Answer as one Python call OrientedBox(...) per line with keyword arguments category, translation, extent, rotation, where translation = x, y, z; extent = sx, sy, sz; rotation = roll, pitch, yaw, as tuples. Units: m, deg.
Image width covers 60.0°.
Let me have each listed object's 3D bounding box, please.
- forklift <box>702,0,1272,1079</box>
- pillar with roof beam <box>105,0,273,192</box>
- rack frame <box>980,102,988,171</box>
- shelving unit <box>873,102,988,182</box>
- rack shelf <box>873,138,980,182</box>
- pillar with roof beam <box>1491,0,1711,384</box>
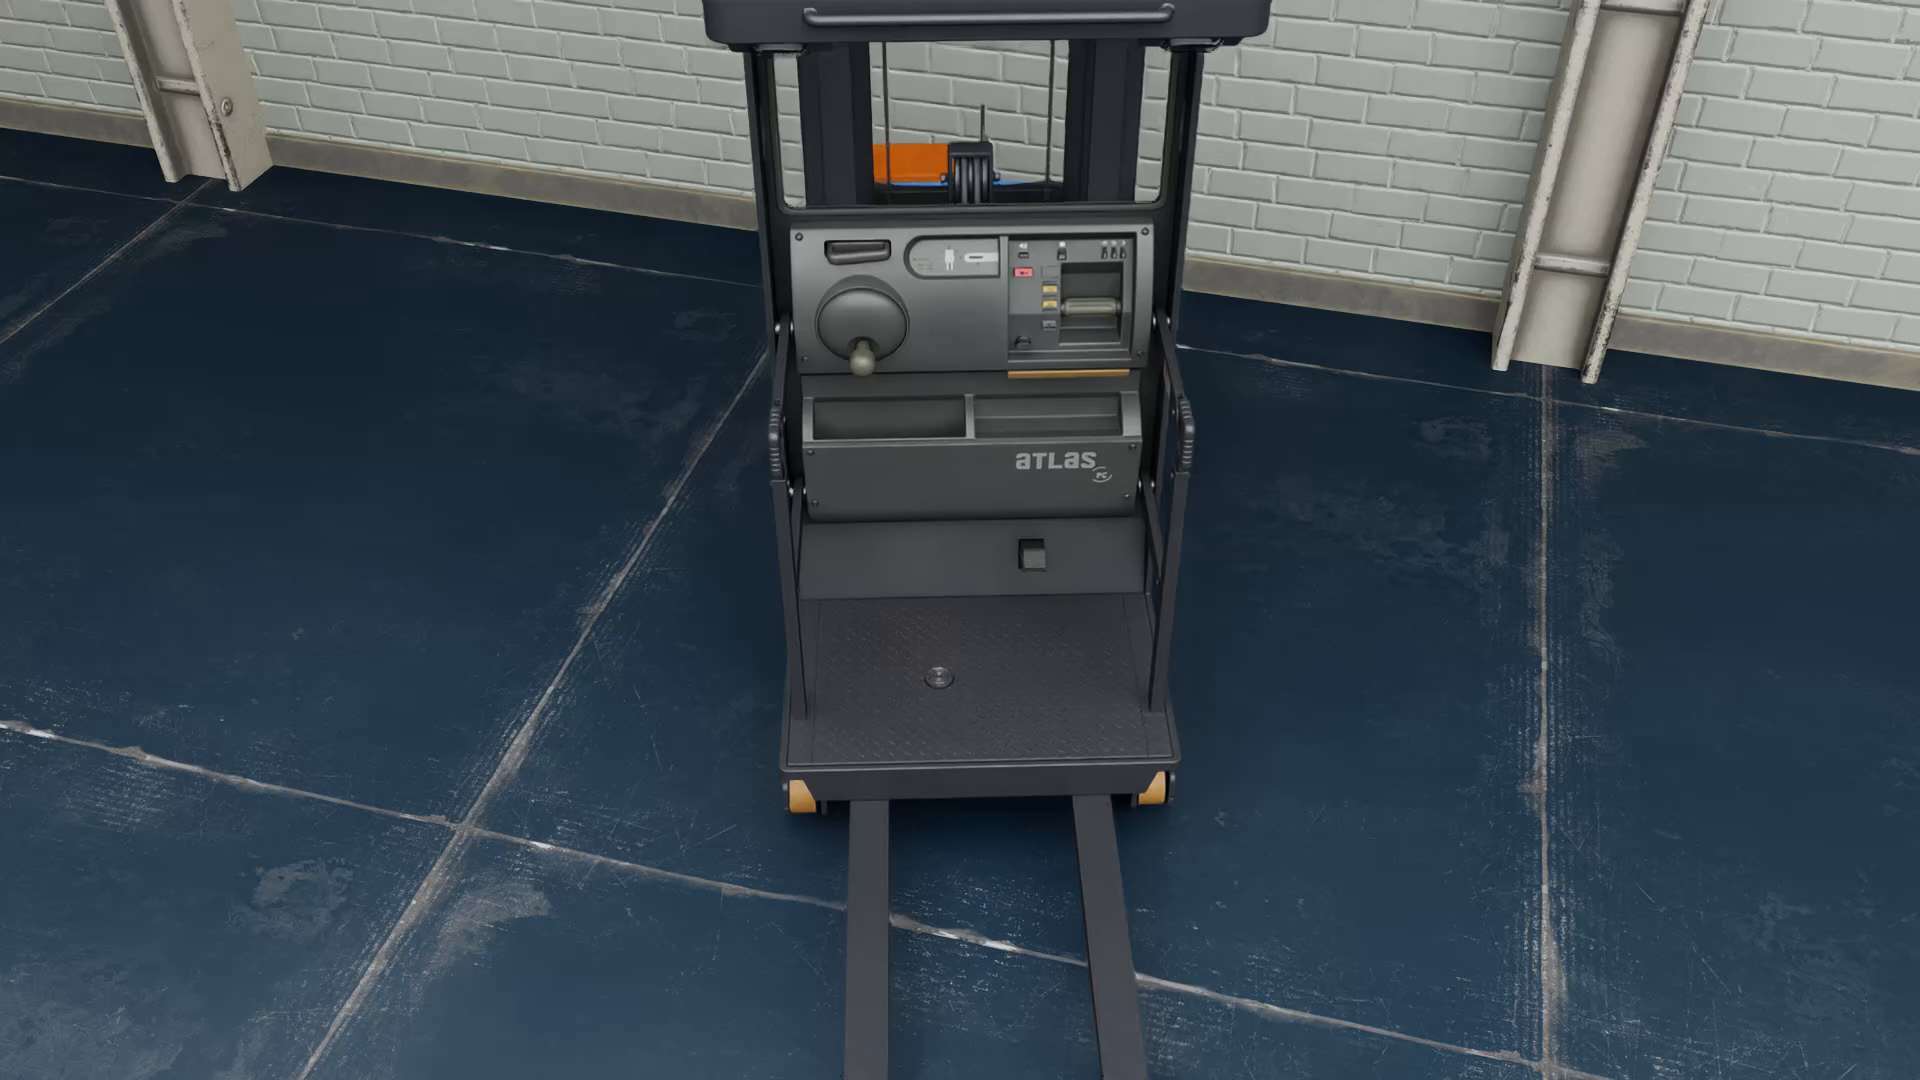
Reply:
OrientedBox(category="forklift", translation=(0.042, -0.546, 4.121), extent=(1.130, 2.935, 3.031), rotation=(-1, 40, -1))
OrientedBox(category="pillar with roof beam", translation=(-4.583, -2.505, 1.735), extent=(0.400, 9.000, 9.100), rotation=(10, 41, 11))
OrientedBox(category="rack frame", translation=(0.081, -0.953, 5.951), extent=(0.015, 1.200, 0.240), rotation=(-1, 40, -2))
OrientedBox(category="shelving unit", translation=(-0.163, -0.946, 5.944), extent=(0.503, 1.200, 0.258), rotation=(-1, 40, -2))
OrientedBox(category="rack shelf", translation=(-0.163, -1.247, 5.691), extent=(0.480, 0.148, 0.258), rotation=(-1, 40, -2))
OrientedBox(category="pillar with roof beam", translation=(1.213, -1.507, 0.548), extent=(0.400, 9.000, 9.100), rotation=(10, 41, 11))
